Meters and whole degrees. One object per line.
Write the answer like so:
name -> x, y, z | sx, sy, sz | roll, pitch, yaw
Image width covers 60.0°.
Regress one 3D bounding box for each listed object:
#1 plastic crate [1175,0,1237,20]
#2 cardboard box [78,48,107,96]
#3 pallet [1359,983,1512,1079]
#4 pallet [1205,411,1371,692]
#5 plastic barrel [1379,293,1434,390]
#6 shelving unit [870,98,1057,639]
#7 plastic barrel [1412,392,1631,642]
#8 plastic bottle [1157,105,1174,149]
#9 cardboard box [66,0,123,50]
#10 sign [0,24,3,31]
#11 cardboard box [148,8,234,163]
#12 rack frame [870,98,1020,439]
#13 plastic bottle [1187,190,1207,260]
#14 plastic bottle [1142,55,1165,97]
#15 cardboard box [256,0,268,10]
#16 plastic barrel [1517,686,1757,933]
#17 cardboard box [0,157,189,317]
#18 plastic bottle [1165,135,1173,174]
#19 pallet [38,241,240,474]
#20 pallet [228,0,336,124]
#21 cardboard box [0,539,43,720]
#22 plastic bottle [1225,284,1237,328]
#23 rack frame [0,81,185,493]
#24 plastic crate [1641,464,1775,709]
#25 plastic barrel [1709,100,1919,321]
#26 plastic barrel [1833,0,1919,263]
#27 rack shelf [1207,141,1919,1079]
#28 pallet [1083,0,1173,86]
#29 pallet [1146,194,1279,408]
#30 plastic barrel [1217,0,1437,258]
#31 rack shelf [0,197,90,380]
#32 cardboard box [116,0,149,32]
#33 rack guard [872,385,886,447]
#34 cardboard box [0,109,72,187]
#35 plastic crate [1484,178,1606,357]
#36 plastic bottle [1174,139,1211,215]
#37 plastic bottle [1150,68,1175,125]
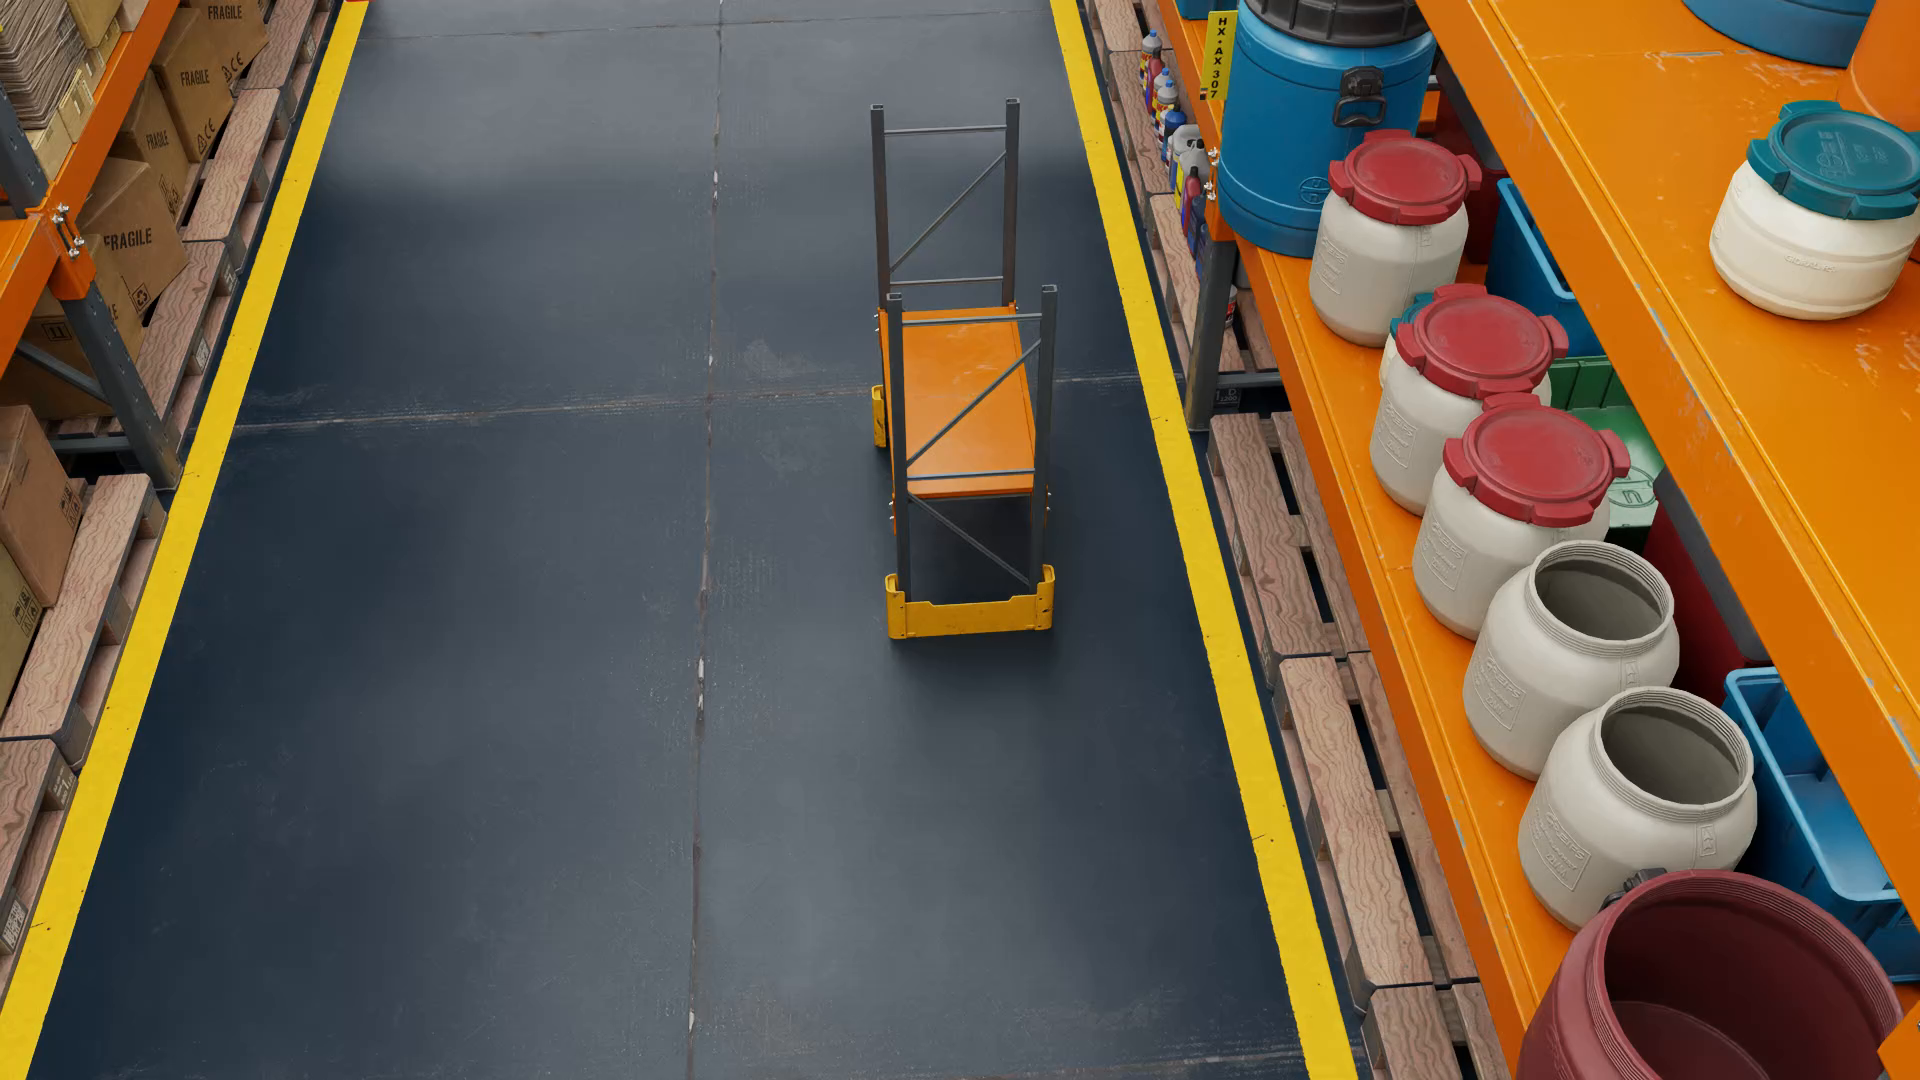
plastic crate -> 1.044, -2.265, 6.432 | 0.499, 0.251, 0.616 | -3, 47, -3
cardboard box -> -3.303, -1.680, 5.948 | 0.380, 0.149, 0.250 | -3, 47, -3
pallet -> 1.716, 1.758, 4.440 | 1.003, 0.211, 1.213 | -3, 47, -3
pallet -> 1.511, -0.008, 6.112 | 1.003, 0.211, 1.213 | -3, 47, -3
plastic barrel -> 1.365, -0.518, 4.770 | 0.301, 0.262, 0.301 | 0, 47, 0
shelving unit -> -0.006, -0.571, 5.758 | 0.587, 1.500, 1.083 | -3, 47, -3
plastic barrel -> 1.366, -0.030, 4.119 | 0.433, 0.535, 0.433 | 0, 47, 0
plastic bottle -> 0.959, -1.893, 7.601 | 0.097, 0.201, 0.097 | 0, 47, 0
cardboard box -> -3.511, -2.061, 5.862 | 0.875, 0.500, 0.500 | -3, 47, -3
sign -> -2.976, -1.666, 4.964 | 0.100, 0.325, 0.005 | -3, 47, -3
cardboard box -> -3.710, -2.073, 7.580 | 0.500, 0.500, 0.500 | 0, 47, 0
rack frame -> -0.050, -0.945, 6.112 | 0.500, 1.500, 0.032 | -3, 47, -3
plastic bottle -> 1.050, -1.360, 6.994 | 0.144, 0.351, 0.185 | -6, 47, -5
plastic bottle -> 0.922, -2.210, 7.901 | 0.097, 0.201, 0.097 | 0, 47, 0
cardboard box -> -3.828, -2.957, 8.417 | 0.500, 0.500, 0.500 | 4, 47, 4
plastic barrel -> 1.443, 0.592, 3.546 | 0.421, 0.512, 0.421 | 0, 47, 0
cardboard box -> -3.578, -1.222, 6.774 | 0.500, 0.500, 0.500 | 10, 47, 9
plastic bottle -> 0.976, -1.744, 7.460 | 0.097, 0.201, 0.097 | 0, 47, 0
pallet -> -3.620, -0.756, 6.821 | 1.003, 0.211, 1.213 | -3, 47, -3
pallet -> -3.824, -2.522, 8.493 | 1.003, 0.211, 1.213 | -3, 47, -3
cardboard box -> -3.478, 0.269, 5.348 | 0.700, 0.500, 0.500 | -4, 47, -4
plastic bottle -> 1.066, -0.965, 6.722 | 0.097, 0.201, 0.097 | 0, 47, 0
rack frame -> -3.529, -1.231, 5.350 | 1.000, 3.000, 0.127 | -3, 47, -3
plastic crate -> 1.911, 0.152, 3.996 | 0.402, 0.464, 0.583 | -3, 47, -3
plastic barrel -> 1.403, -0.528, 2.714 | 0.301, 0.262, 0.301 | 0, 47, 0
plastic barrel -> 1.835, -0.898, 2.673 | 0.600, 0.830, 0.708 | -3, 47, -3
rack shelf -> 1.574, 0.162, 4.526 | 1.077, 0.370, 4.000 | -3, 47, -3
pallet -> 1.188, -2.827, 8.782 | 1.003, 0.211, 1.213 | -3, 47, -3
pallet -> 1.392, -1.062, 7.110 | 1.003, 0.211, 1.213 | -3, 47, -3
plastic barrel -> 1.137, -1.407, 5.171 | 0.600, 0.901, 0.708 | -3, 47, -3
rack shelf -> -3.361, 0.463, 4.241 | 1.077, 0.370, 4.000 | -3, 47, -3
cardboard box -> -3.314, -2.043, 6.292 | 0.380, 0.149, 0.250 | -3, 47, -3
rack guard -> -0.048, -0.501, 6.553 | 0.587, 0.250, 0.087 | -3, 47, -3
cardboard box -> -3.247, -1.319, 5.606 | 0.380, 0.149, 0.250 | -3, 47, -3
plastic crate -> 1.809, -0.748, 4.903 | 0.392, 0.384, 0.575 | -3, 47, -3
plastic bottle -> 1.023, -1.594, 7.215 | 0.144, 0.351, 0.185 | -4, 47, -4
plastic bottle -> 0.942, -2.061, 7.712 | 0.097, 0.271, 0.097 | 0, 47, 0
